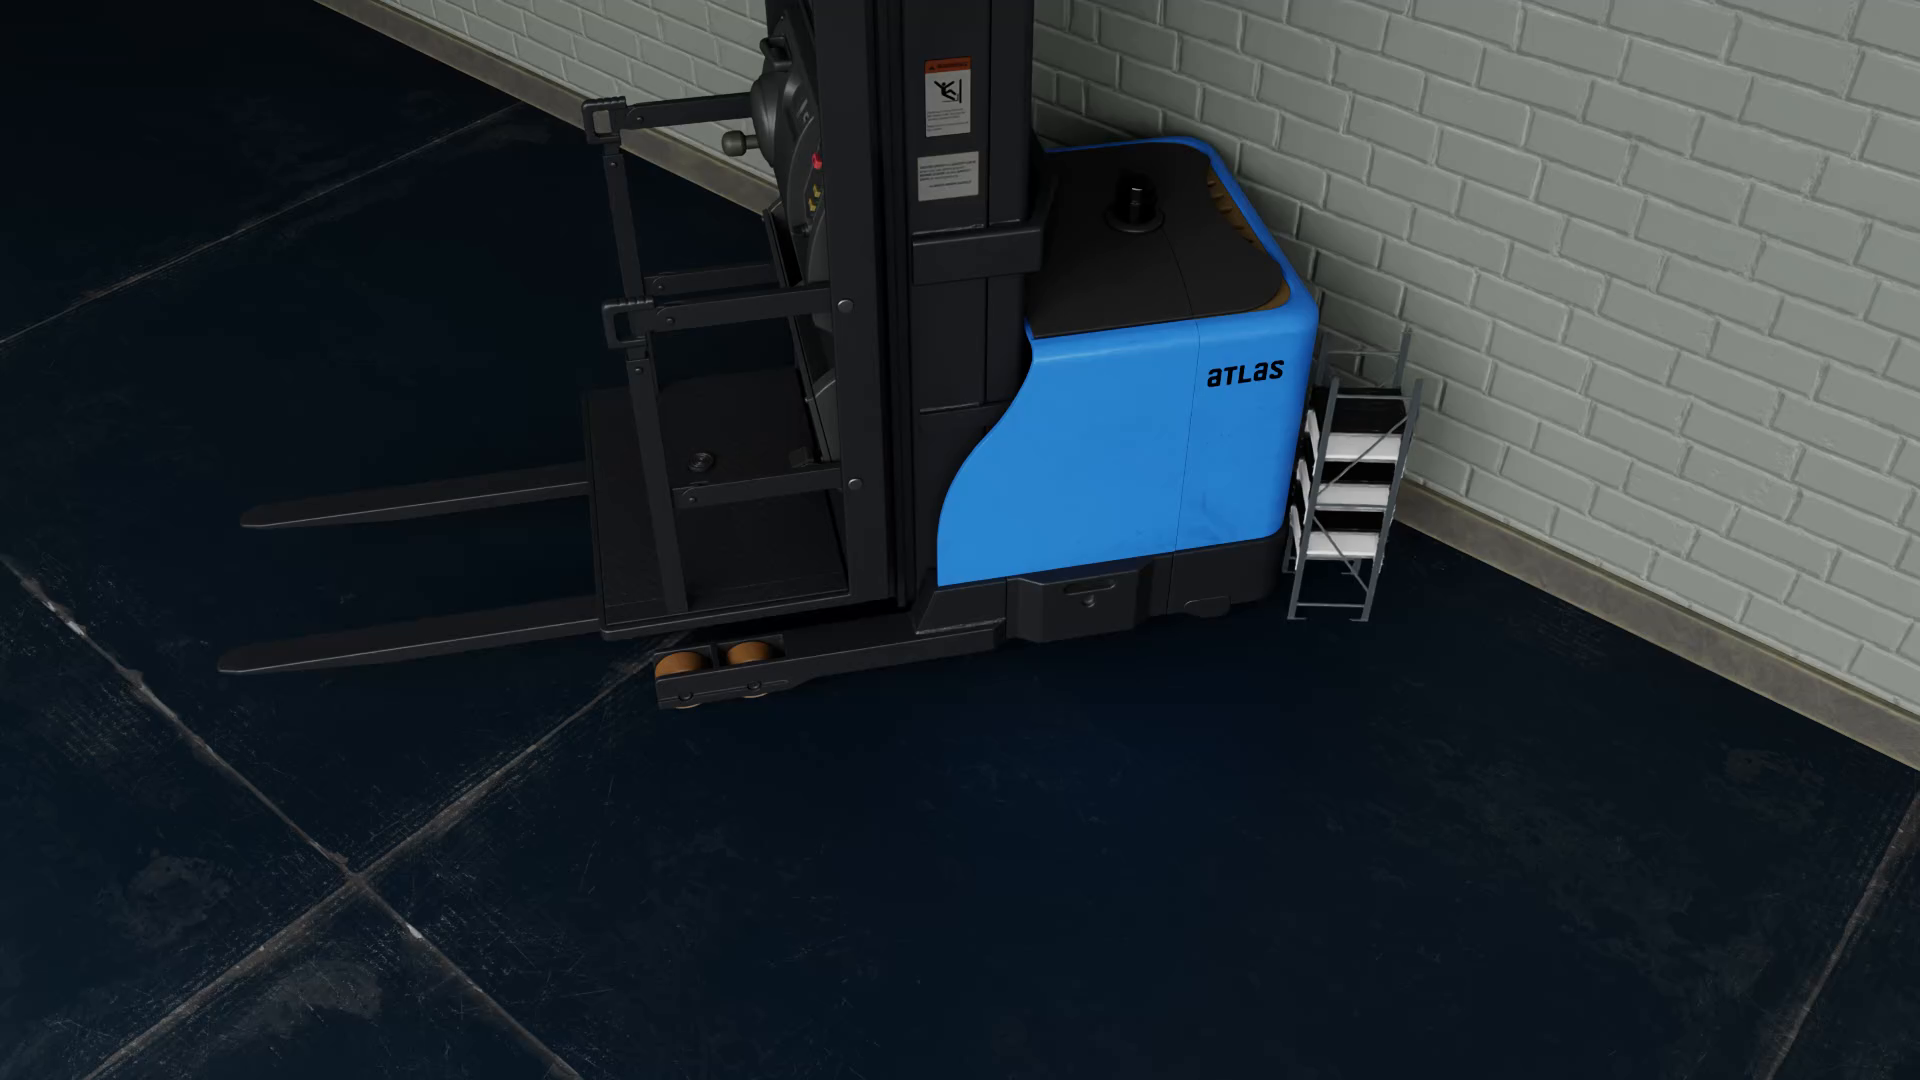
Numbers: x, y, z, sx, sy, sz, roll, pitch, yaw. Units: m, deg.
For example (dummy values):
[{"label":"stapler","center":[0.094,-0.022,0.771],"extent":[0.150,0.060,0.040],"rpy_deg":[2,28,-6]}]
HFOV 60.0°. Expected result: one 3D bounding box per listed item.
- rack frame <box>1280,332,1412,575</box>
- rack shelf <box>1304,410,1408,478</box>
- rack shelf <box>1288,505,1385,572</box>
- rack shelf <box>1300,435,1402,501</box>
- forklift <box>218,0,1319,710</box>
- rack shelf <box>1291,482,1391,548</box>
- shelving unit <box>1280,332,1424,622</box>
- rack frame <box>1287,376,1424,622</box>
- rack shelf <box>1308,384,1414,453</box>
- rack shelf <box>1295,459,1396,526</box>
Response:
[{"label":"rack frame","center":[1.110,-0.230,4.834],"extent":[0.240,0.900,0.006],"rpy_deg":[2,42,2]},{"label":"rack shelf","center":[1.106,-0.271,4.661],"extent":[0.258,0.077,0.200],"rpy_deg":[2,42,2]},{"label":"rack shelf","center":[1.106,-0.004,4.903],"extent":[0.258,0.077,0.200],"rpy_deg":[2,42,2]},{"label":"rack shelf","center":[1.106,-0.204,4.721],"extent":[0.258,0.077,0.200],"rpy_deg":[2,42,2]},{"label":"forklift","center":[-0.612,-0.996,4.167],"extent":[3.031,2.935,1.130],"rpy_deg":[-8,43,-9]},{"label":"rack shelf","center":[1.106,-0.071,4.842],"extent":[0.258,0.077,0.200],"rpy_deg":[2,42,2]},{"label":"shelving unit","center":[1.106,-0.162,4.759],"extent":[0.258,0.900,0.210],"rpy_deg":[2,42,2]},{"label":"rack frame","center":[1.102,-0.094,4.684],"extent":[0.240,0.900,0.006],"rpy_deg":[2,42,2]},{"label":"rack shelf","center":[1.106,-0.337,4.600],"extent":[0.258,0.077,0.200],"rpy_deg":[2,42,2]},{"label":"rack shelf","center":[1.106,-0.137,4.782],"extent":[0.258,0.077,0.200],"rpy_deg":[2,42,2]}]
